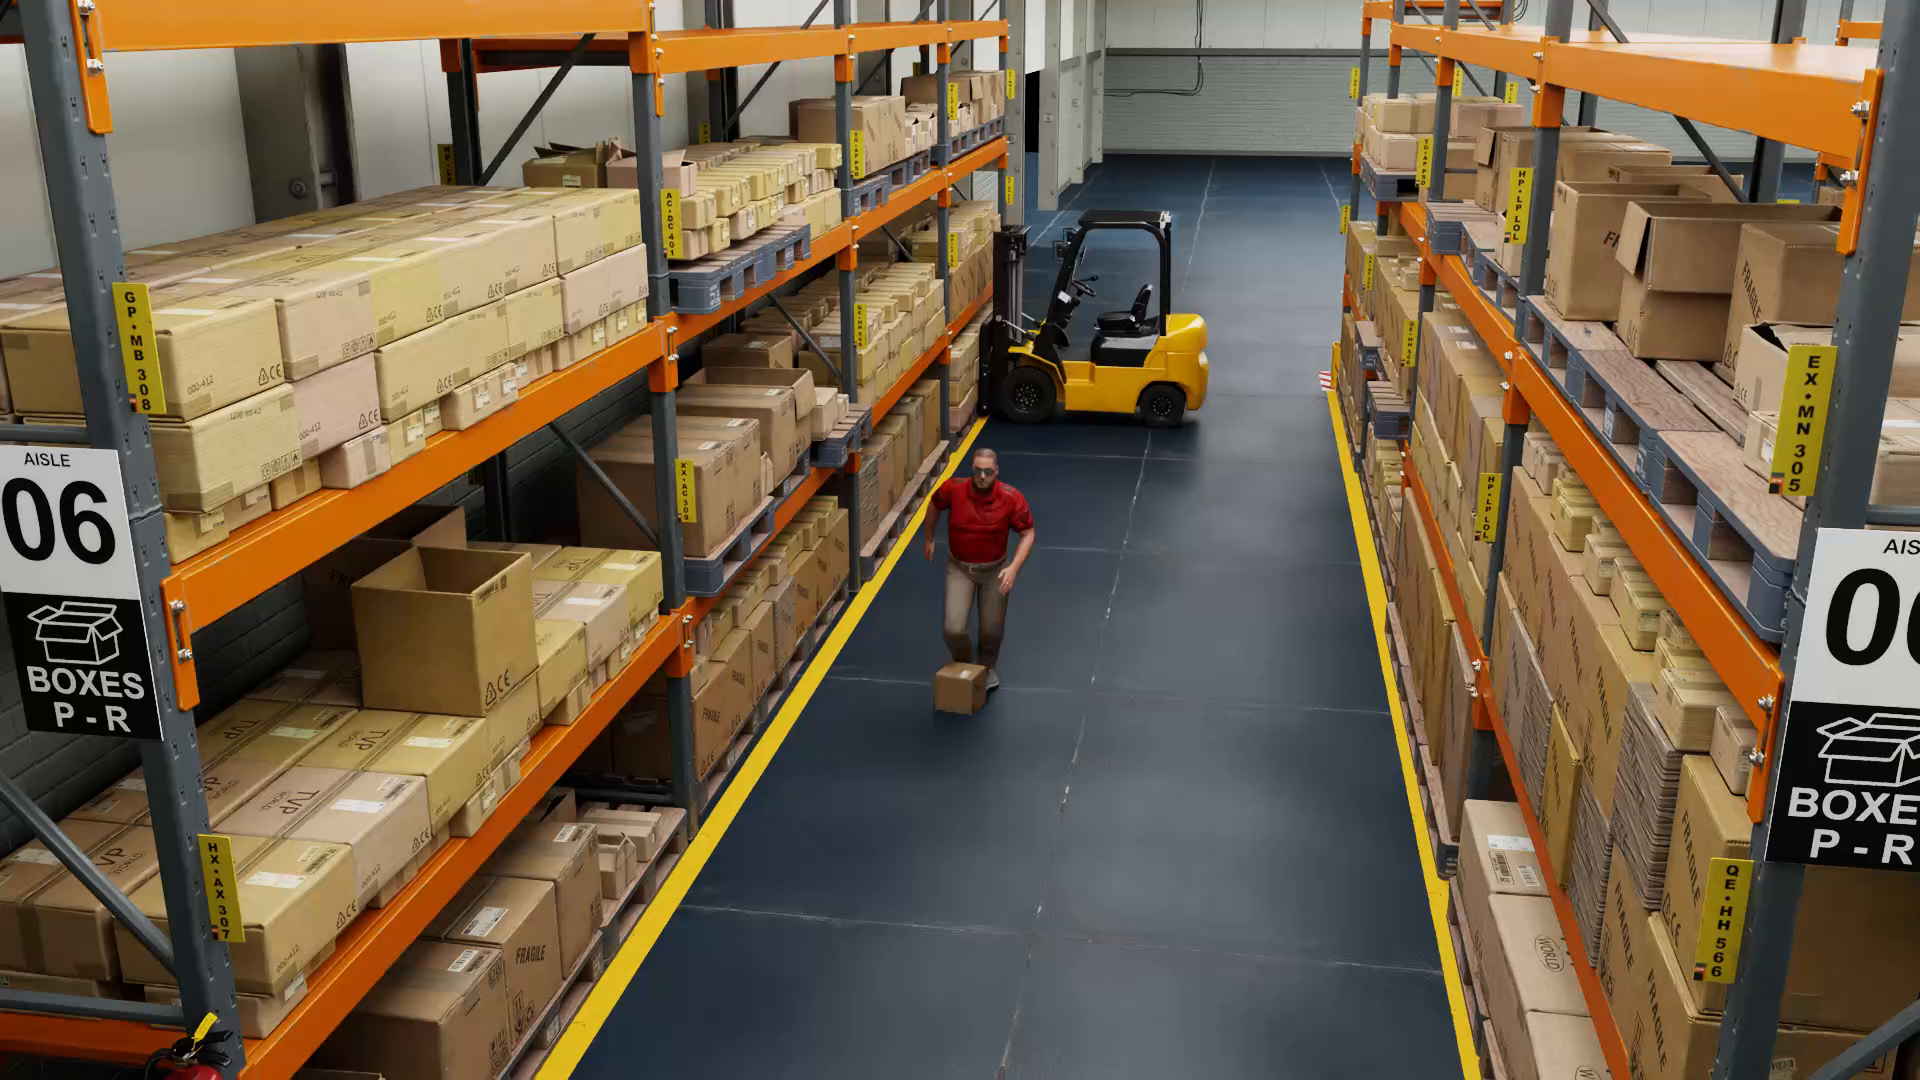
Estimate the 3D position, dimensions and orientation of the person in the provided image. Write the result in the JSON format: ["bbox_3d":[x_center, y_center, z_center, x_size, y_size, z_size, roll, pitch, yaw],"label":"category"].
[{"bbox_3d":[0.115,0.220,10.515,0.714,1.688,0.745,0,18,1],"label":"person"}]
